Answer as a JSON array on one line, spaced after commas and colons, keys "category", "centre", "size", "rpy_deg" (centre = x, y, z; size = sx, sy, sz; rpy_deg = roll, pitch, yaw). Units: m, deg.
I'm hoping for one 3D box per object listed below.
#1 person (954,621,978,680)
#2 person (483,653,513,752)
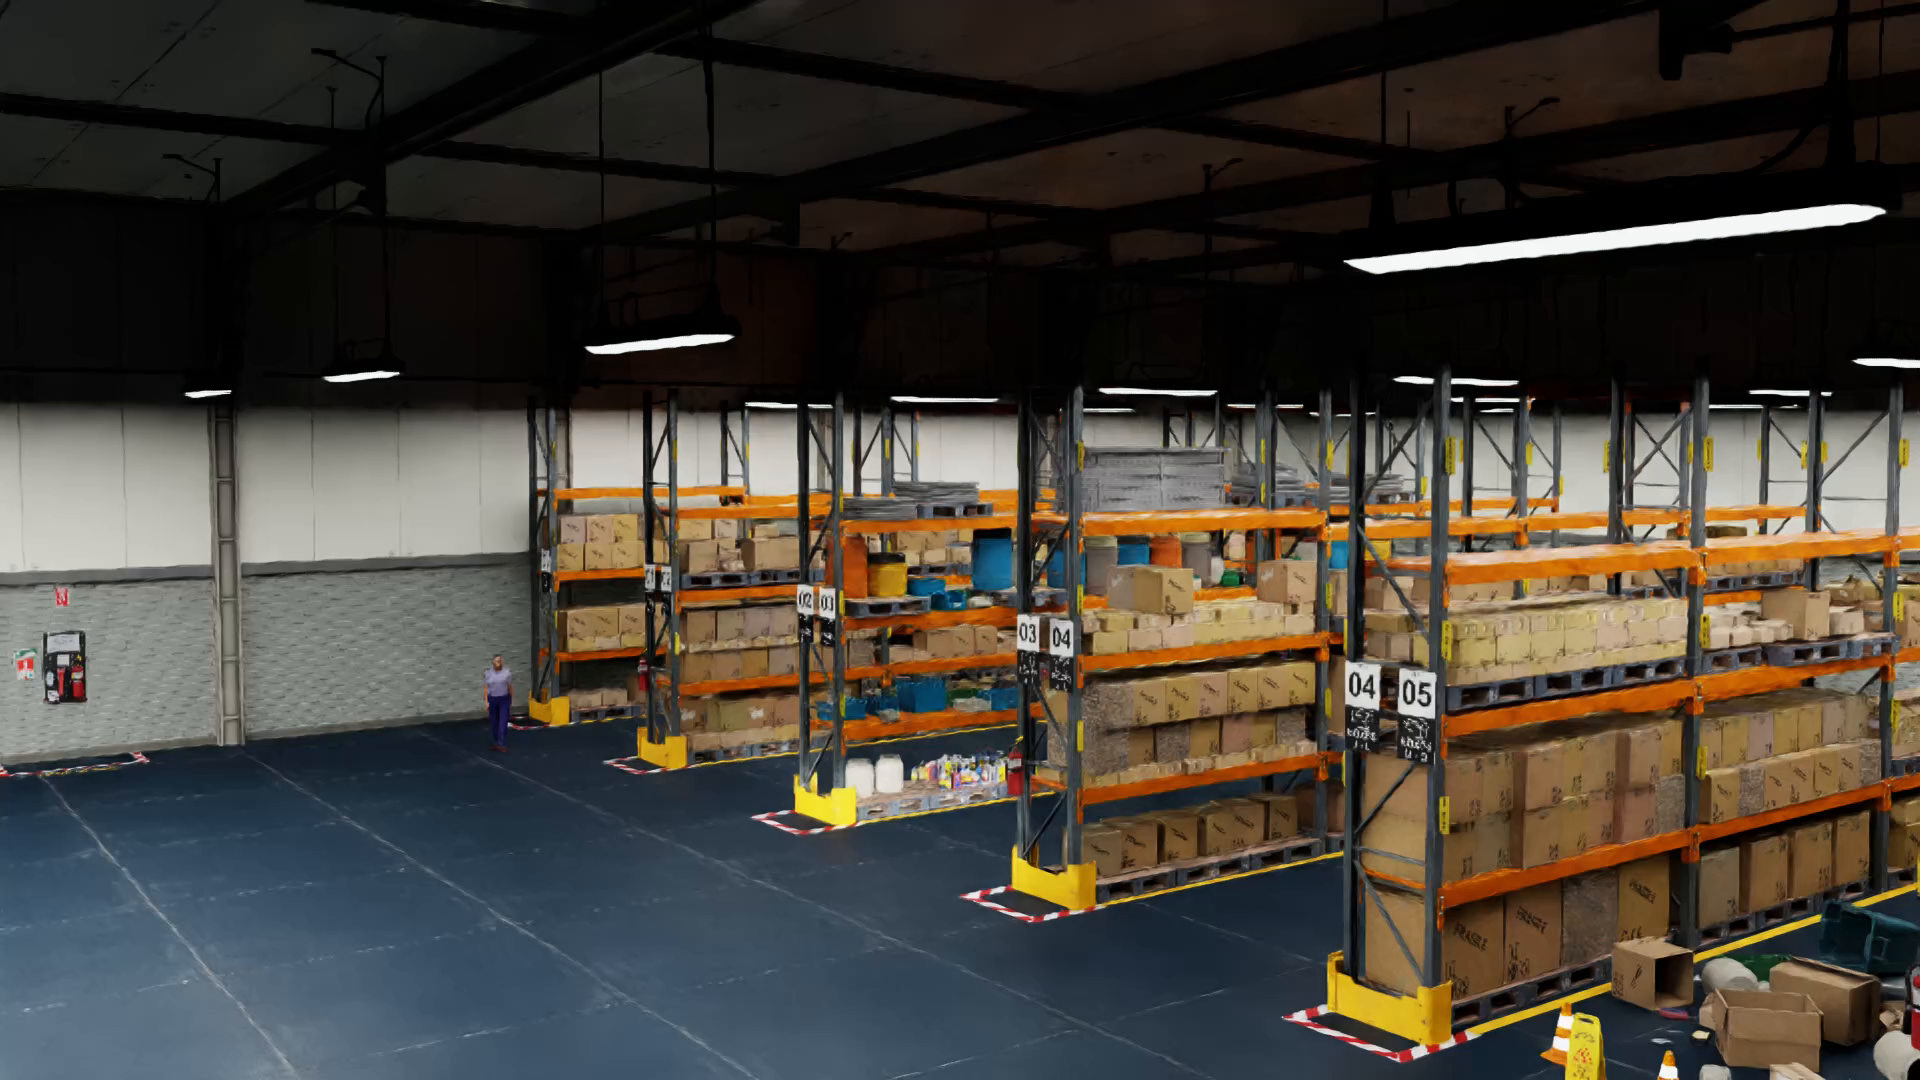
[{"category": "person", "centre": [0.117, 2.296, 34.334], "size": [0.878, 1.695, 0.654], "rpy_deg": [-2, 4, -31]}, {"category": "person", "centre": [-7.722, 2.705, 27.795], "size": [0.472, 1.647, 0.477], "rpy_deg": [-1, 3, -9]}]
